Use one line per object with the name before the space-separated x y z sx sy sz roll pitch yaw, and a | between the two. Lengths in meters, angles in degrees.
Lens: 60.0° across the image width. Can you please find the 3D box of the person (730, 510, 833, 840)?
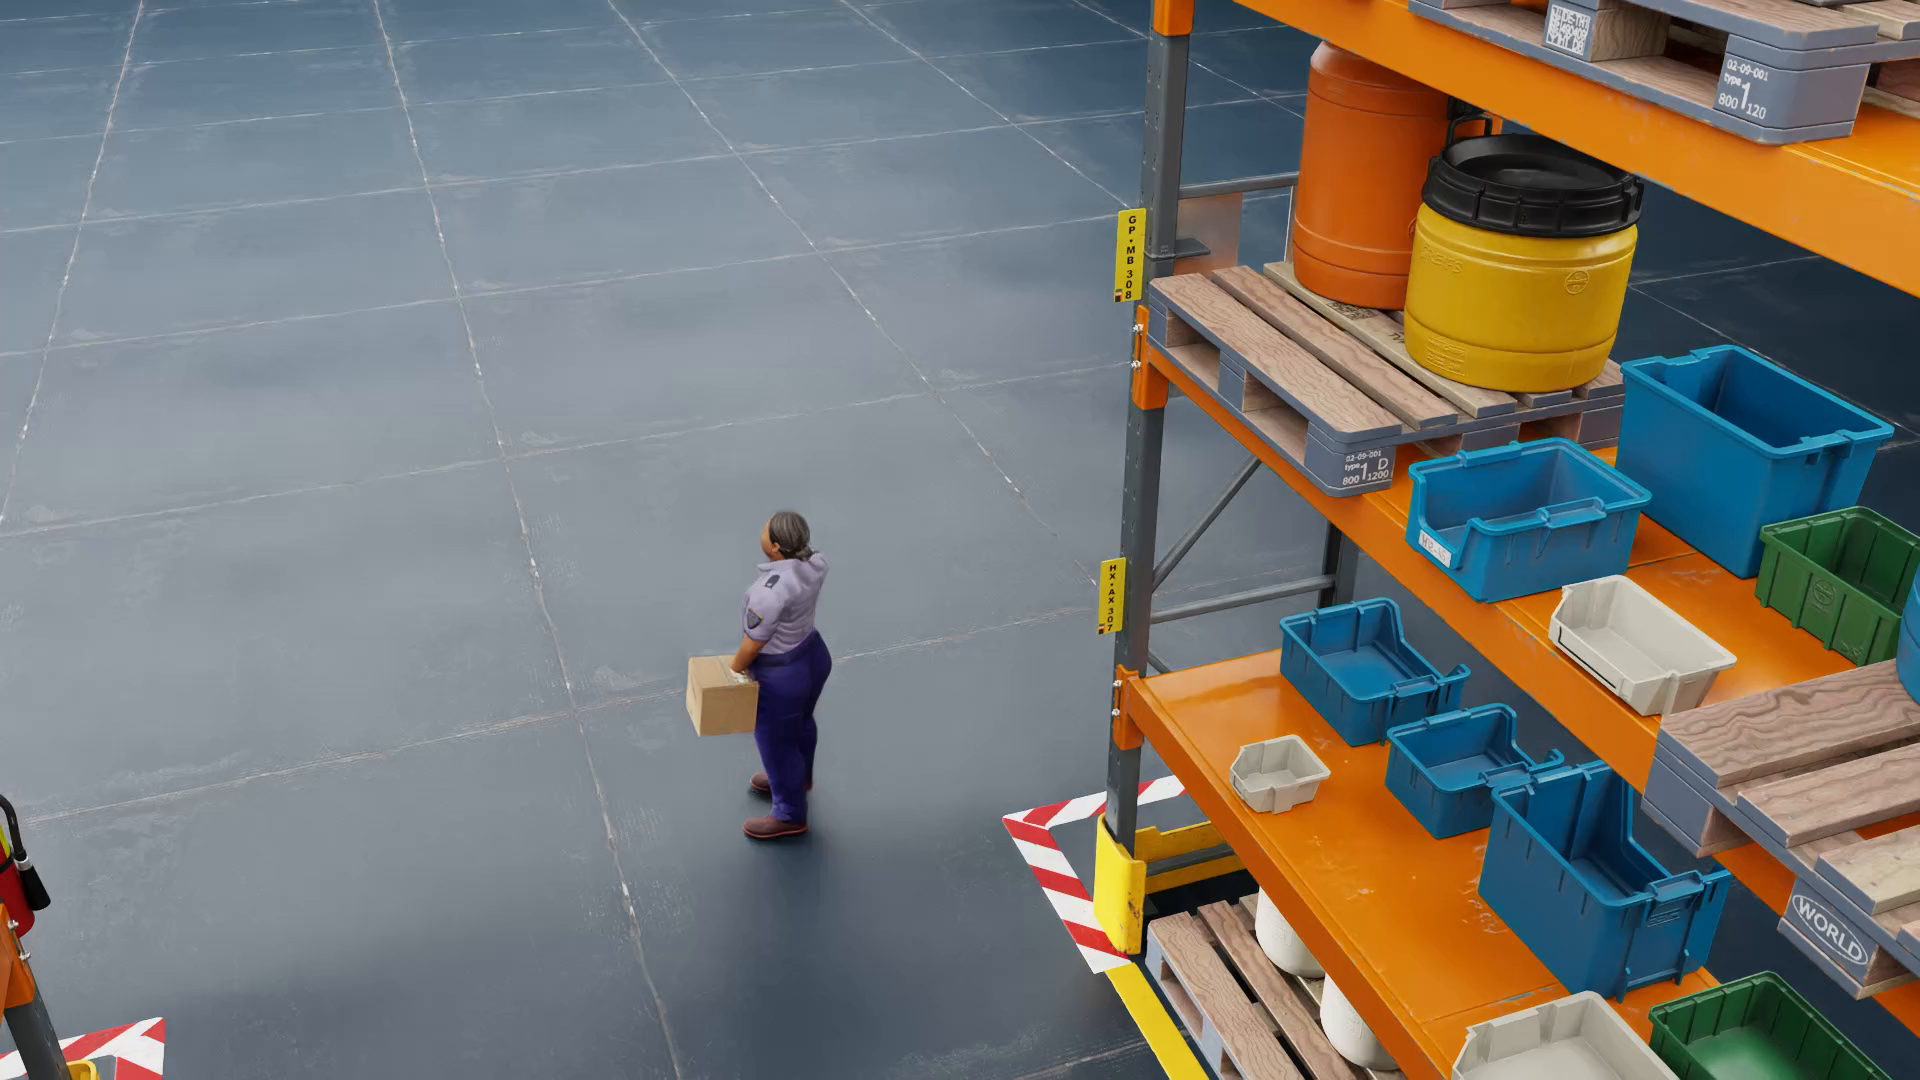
person | -0.831 0.571 7.356 0.495 1.643 0.518 13 33 22
